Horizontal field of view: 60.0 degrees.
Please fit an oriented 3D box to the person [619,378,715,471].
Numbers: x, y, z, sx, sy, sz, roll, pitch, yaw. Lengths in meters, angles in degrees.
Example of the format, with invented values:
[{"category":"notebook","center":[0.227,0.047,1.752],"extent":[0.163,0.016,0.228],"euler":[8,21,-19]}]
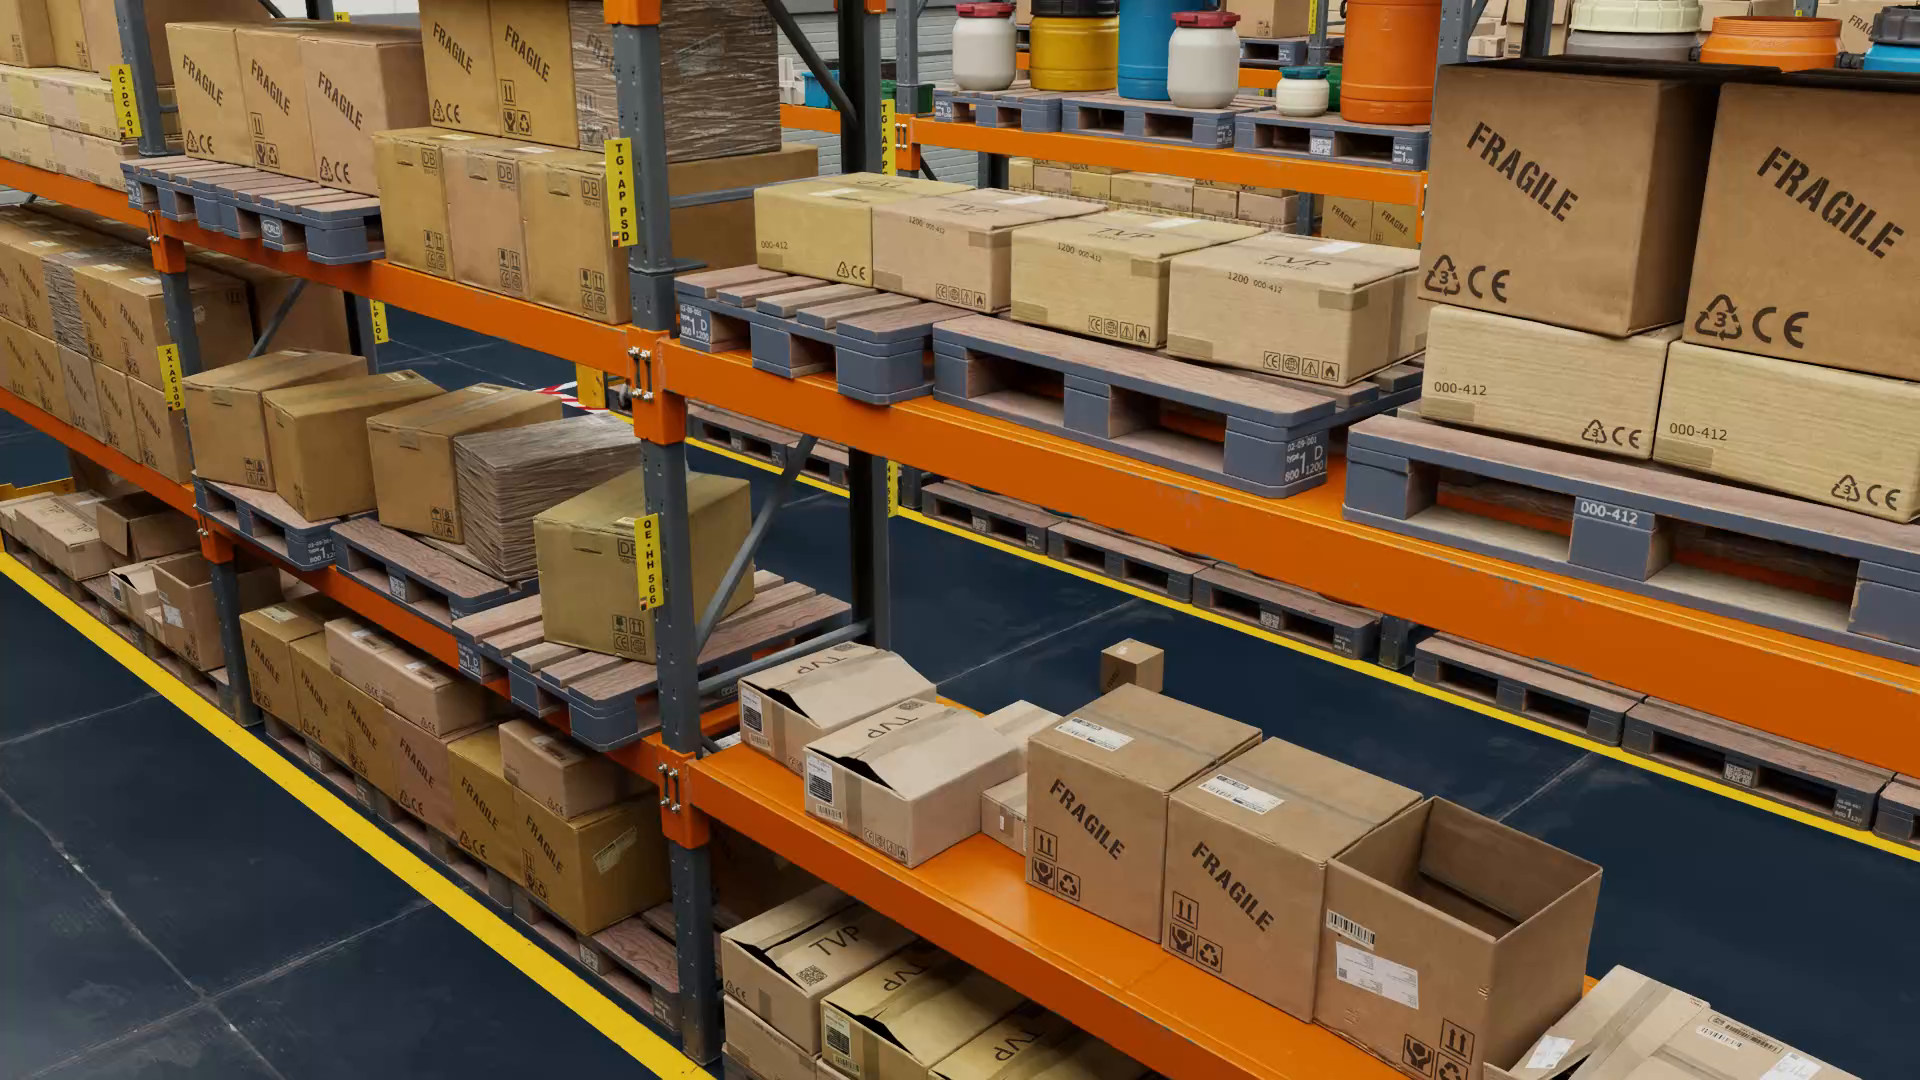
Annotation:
[{"category":"person","center":[-2.179,-1.127,12.046],"extent":[0.603,1.760,0.874],"euler":[-19,27,-41]}]
